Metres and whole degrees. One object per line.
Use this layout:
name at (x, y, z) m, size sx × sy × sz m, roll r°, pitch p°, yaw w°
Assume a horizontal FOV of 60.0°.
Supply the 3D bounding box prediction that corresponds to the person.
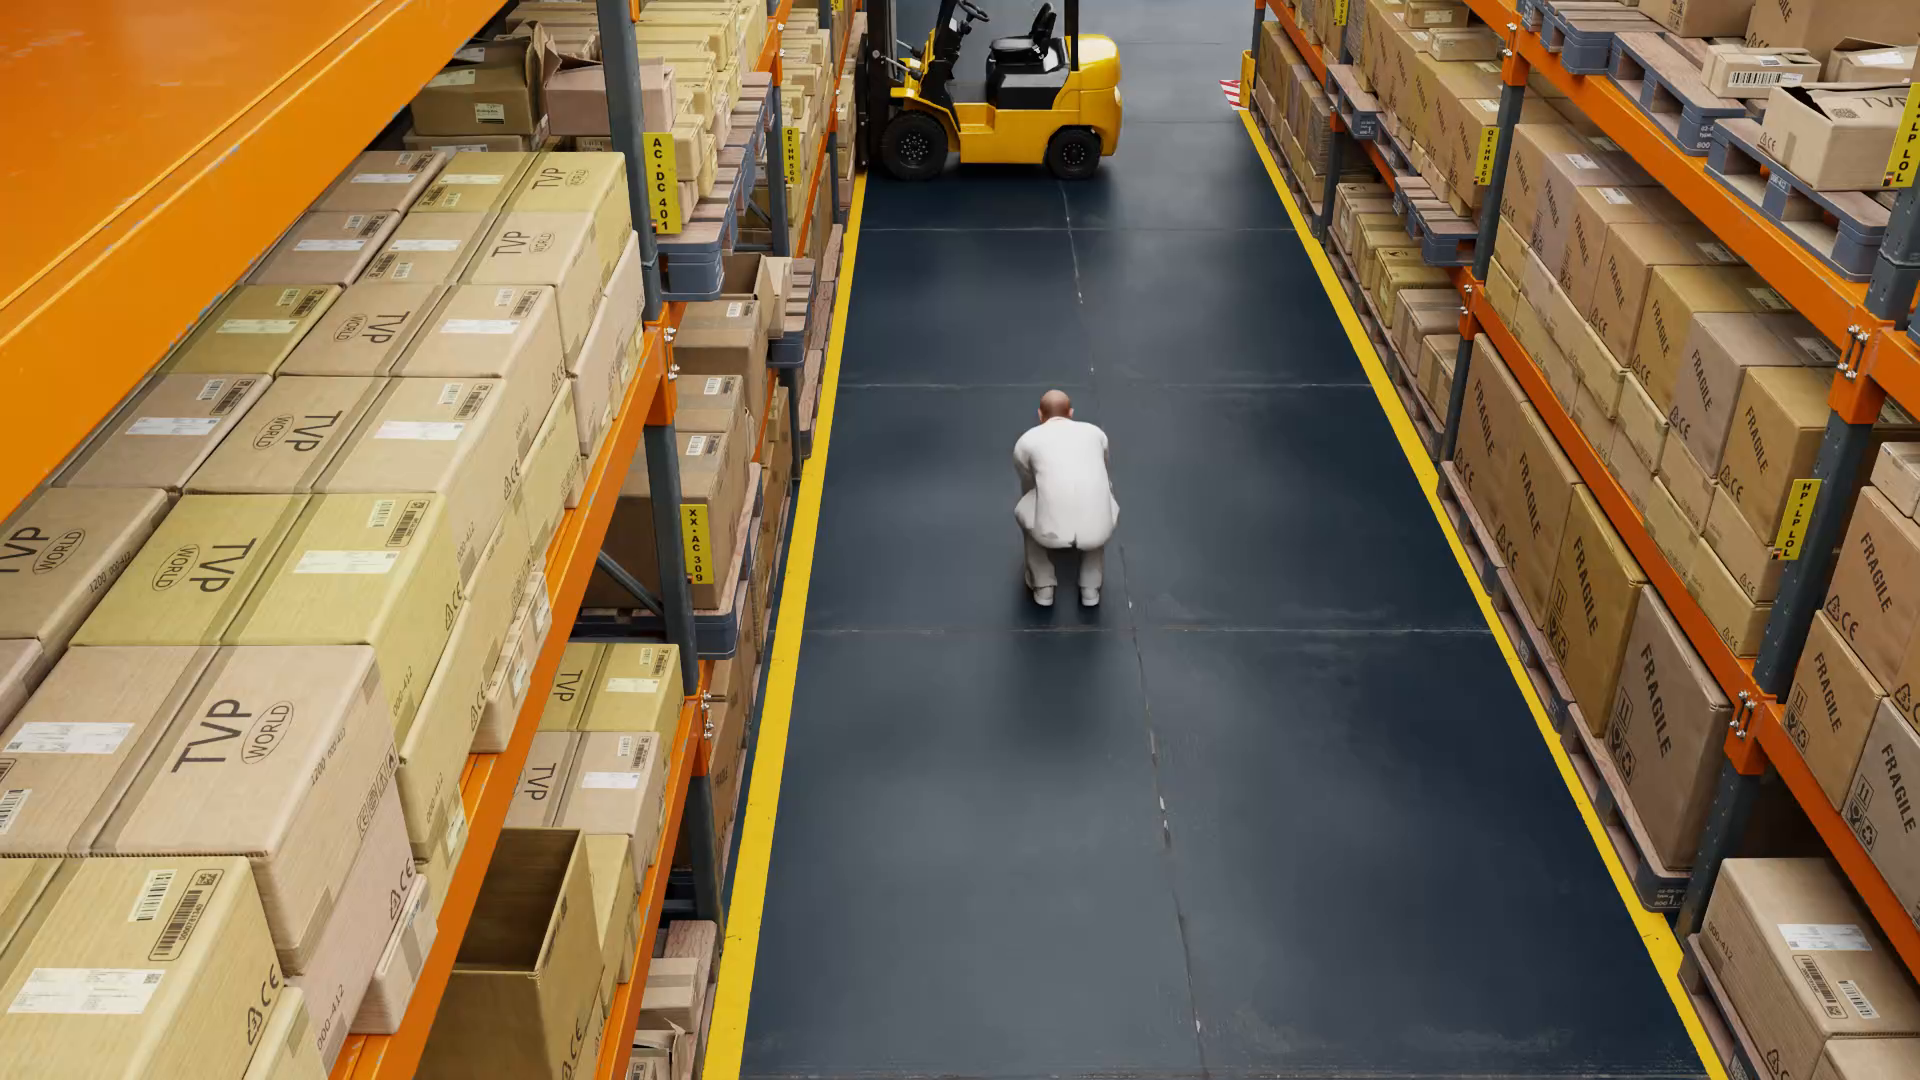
person at (0.580, -0.220, 9.095) m, size 0.577 × 0.984 × 0.929 m, roll -1°, pitch 31°, yaw -1°
